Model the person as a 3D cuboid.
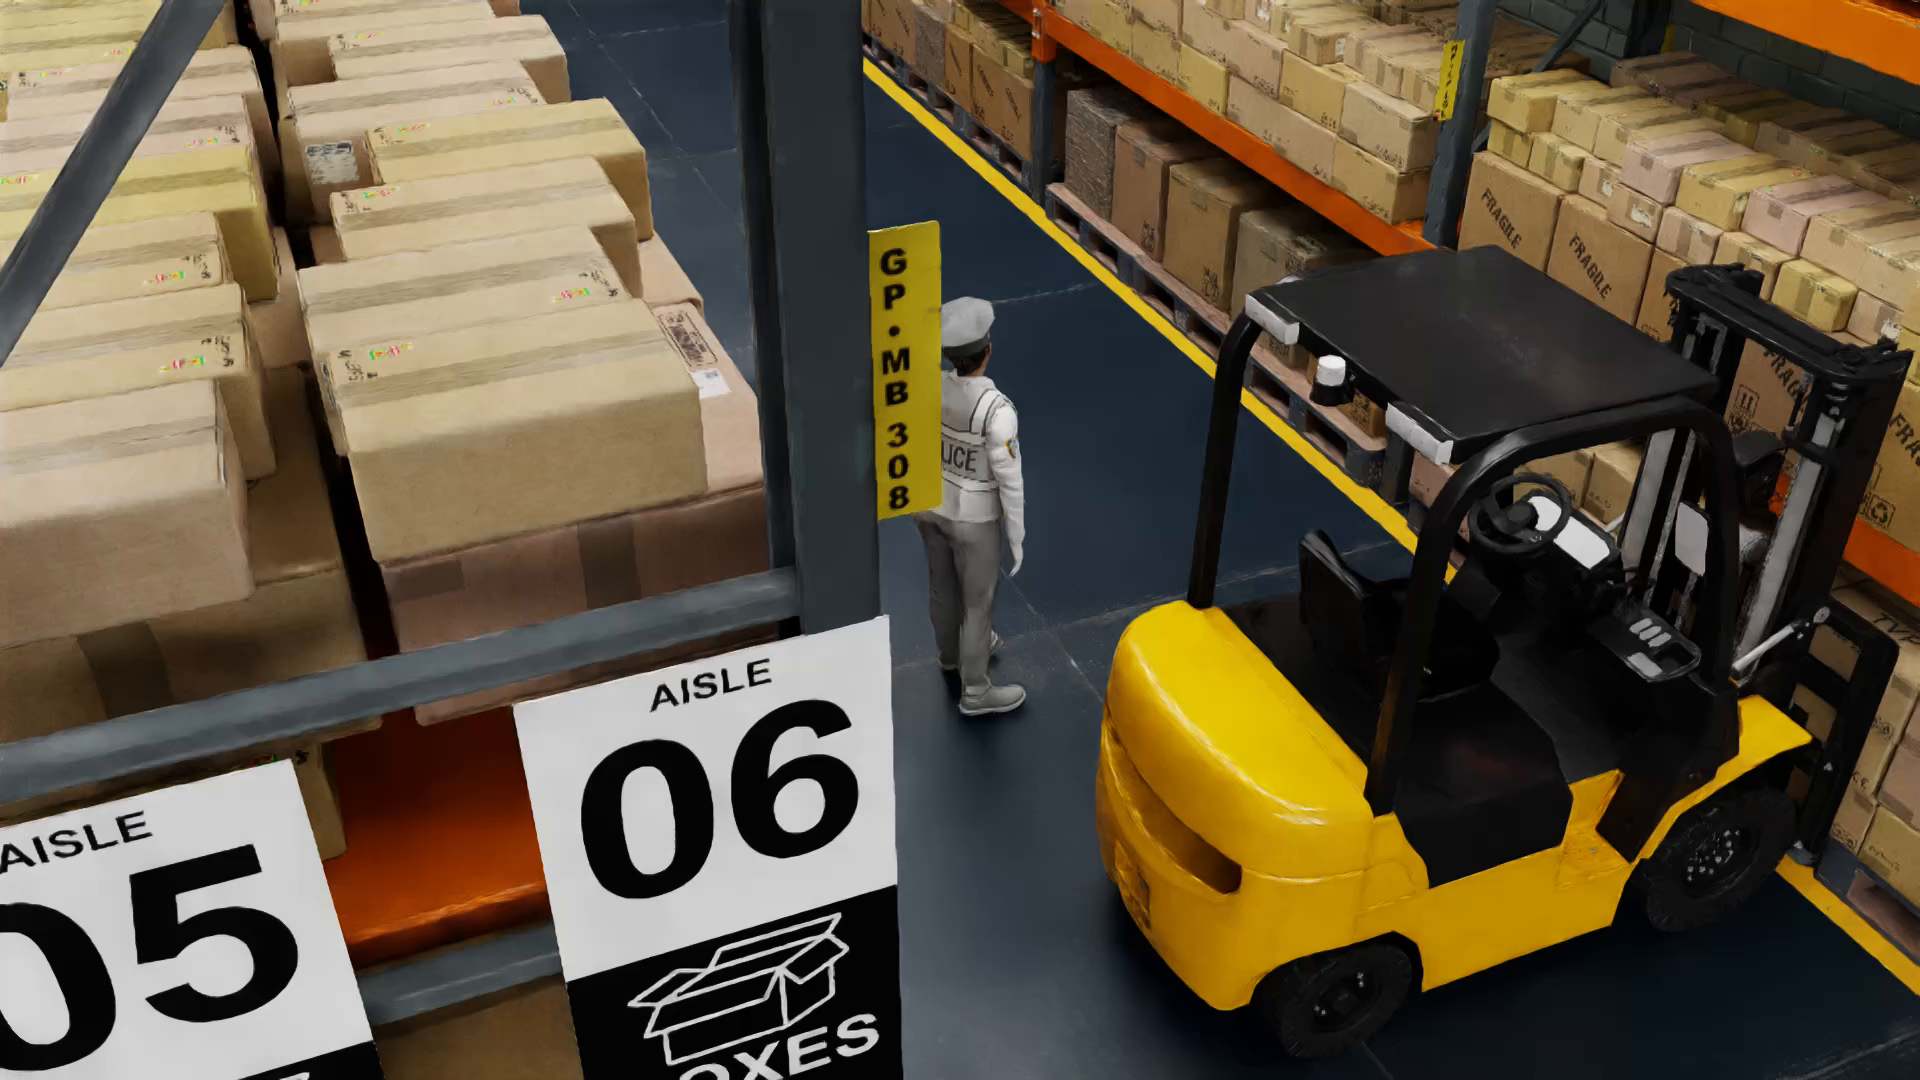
[{"bbox_3d":[0.074,-0.121,6.271,0.530,1.686,0.475,23,40,31],"label":"person"}]
